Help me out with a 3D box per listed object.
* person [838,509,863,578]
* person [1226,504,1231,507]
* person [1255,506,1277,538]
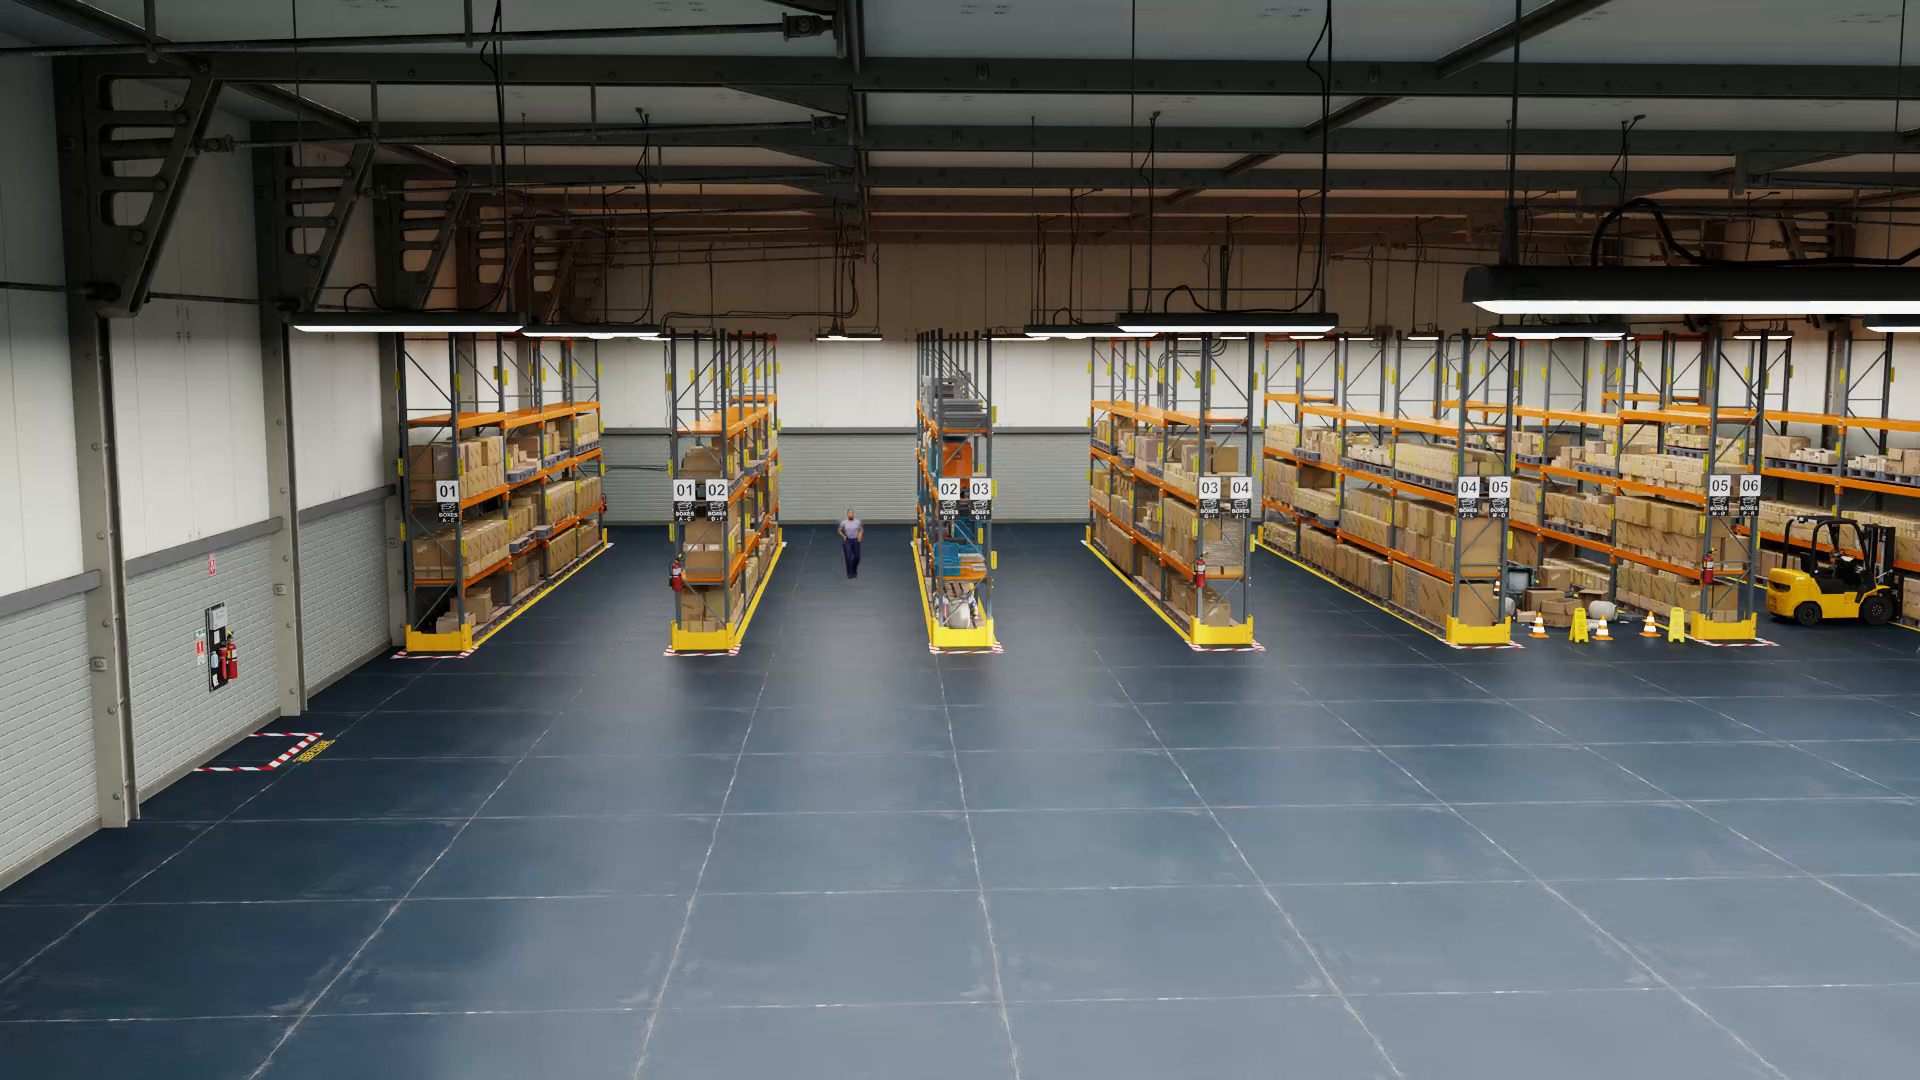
[{"bbox_3d":[-2.521,0.104,38.622,0.602,1.622,0.513,-2,7,-13],"label":"person"},{"bbox_3d":[7.471,-0.439,45.360,0.613,1.684,0.856,1,7,8],"label":"person"},{"bbox_3d":[9.082,-0.927,49.231,0.683,1.729,0.941,1,7,4],"label":"person"}]
